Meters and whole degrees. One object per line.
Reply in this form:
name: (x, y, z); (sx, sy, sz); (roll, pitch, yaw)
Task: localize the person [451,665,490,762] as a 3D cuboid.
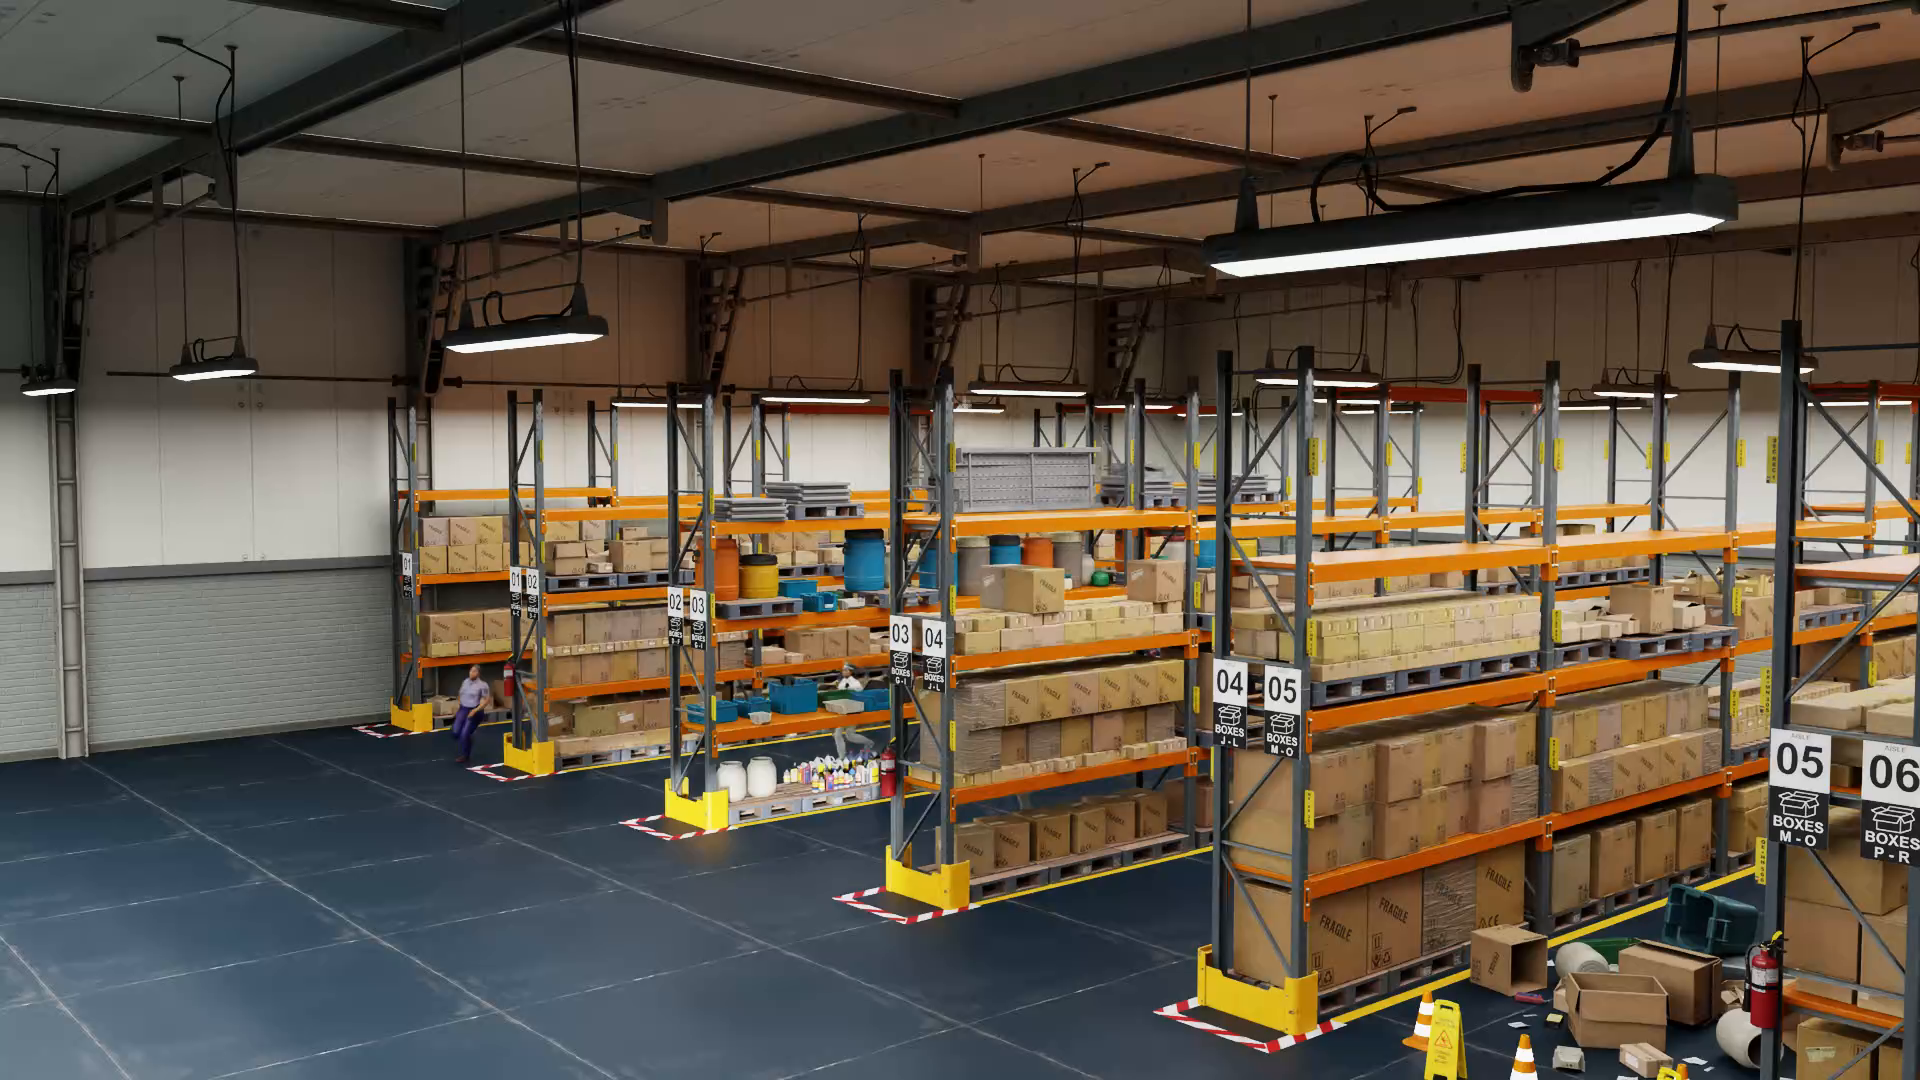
person: (-7.931, 2.810, 26.906); (0.643, 1.574, 0.509); (1, 3, 15)

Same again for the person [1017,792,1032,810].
person: (0.822, 3.009, 22.597); (0.594, 1.707, 0.638); (3, 4, 39)

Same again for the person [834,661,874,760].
person: (-1.759, 2.767, 26.723); (0.781, 1.670, 0.635); (-3, 4, -40)

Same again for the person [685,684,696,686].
person: (-4.813, 2.498, 30.392); (0.667, 1.763, 0.860); (3, 4, 37)
